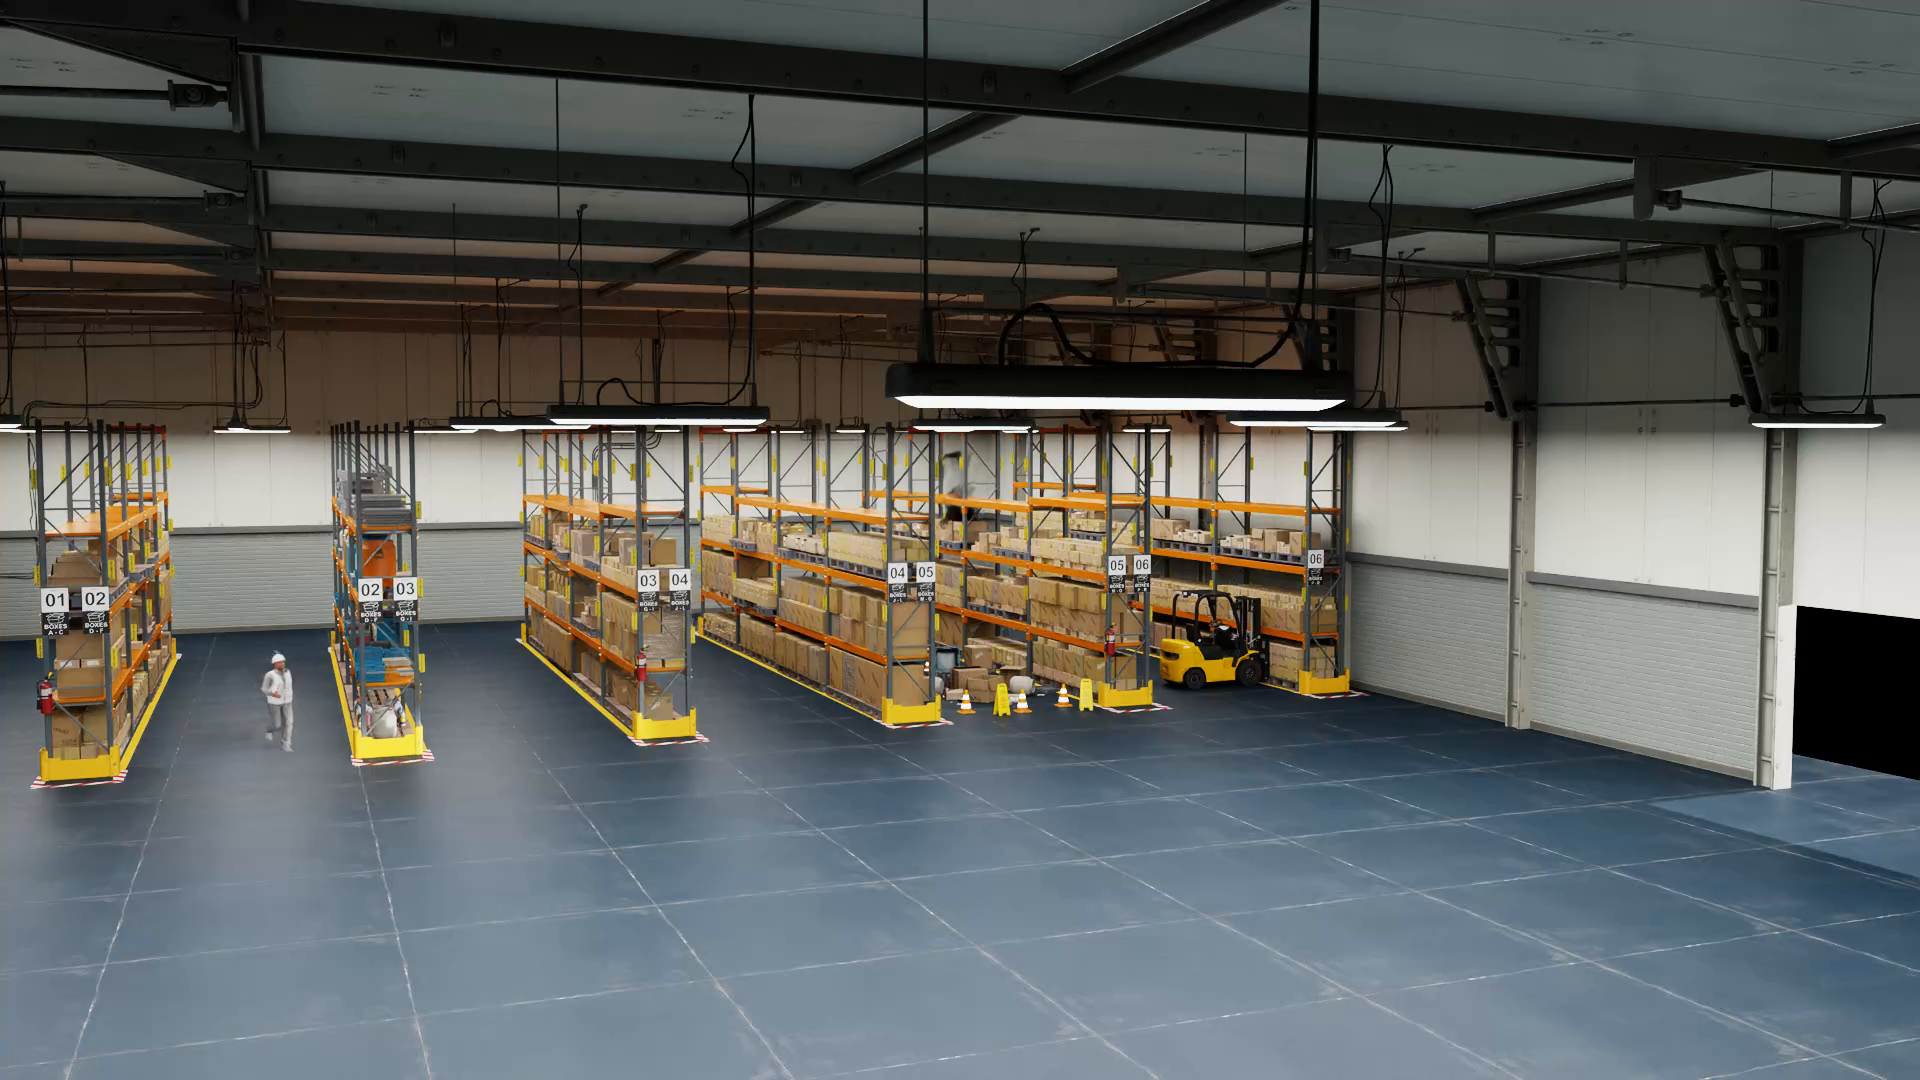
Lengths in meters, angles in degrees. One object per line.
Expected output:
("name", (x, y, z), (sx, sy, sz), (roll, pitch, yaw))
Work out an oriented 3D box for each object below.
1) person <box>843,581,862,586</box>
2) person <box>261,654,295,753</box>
("person", (-3.302, 1.599, 52.001), (0.863, 1.771, 0.657), (-3, 5, -42))
("person", (-12.429, 2.970, 30.341), (0.853, 1.787, 0.668), (3, 5, 41))
